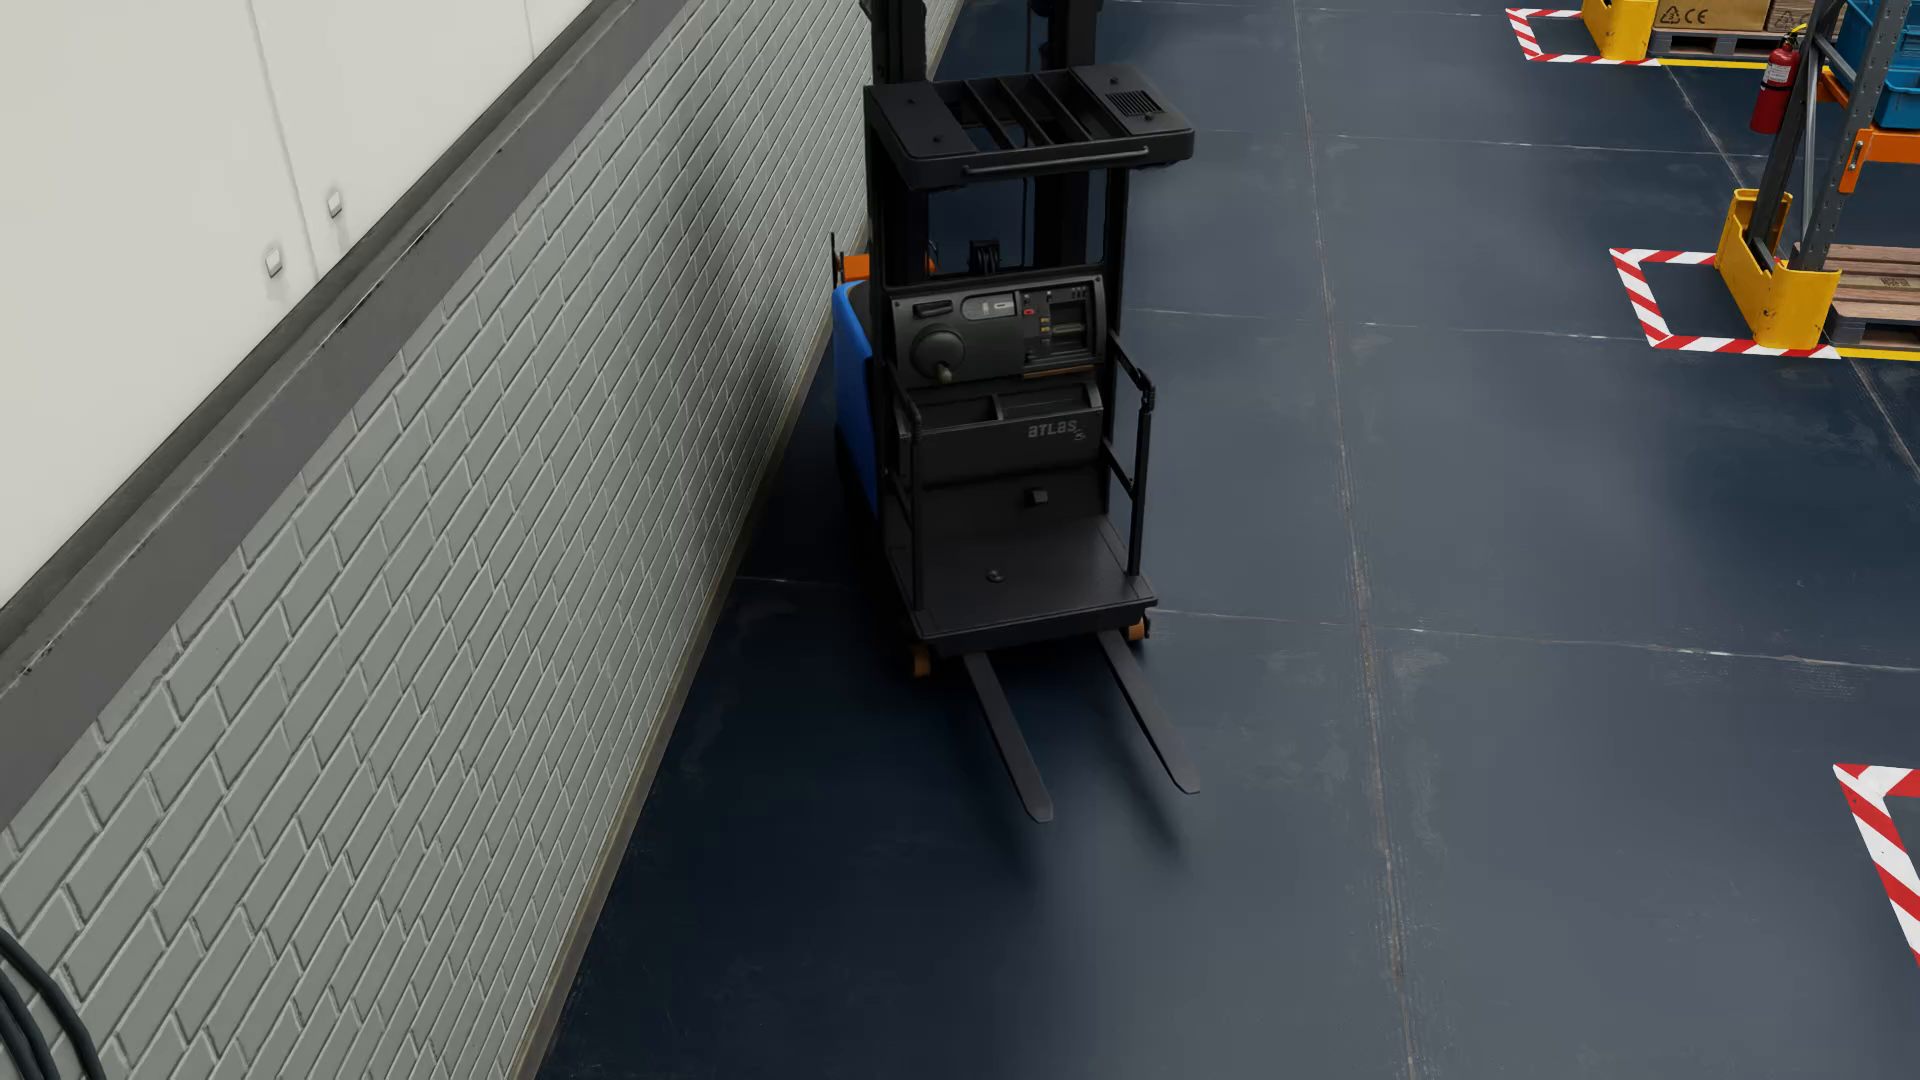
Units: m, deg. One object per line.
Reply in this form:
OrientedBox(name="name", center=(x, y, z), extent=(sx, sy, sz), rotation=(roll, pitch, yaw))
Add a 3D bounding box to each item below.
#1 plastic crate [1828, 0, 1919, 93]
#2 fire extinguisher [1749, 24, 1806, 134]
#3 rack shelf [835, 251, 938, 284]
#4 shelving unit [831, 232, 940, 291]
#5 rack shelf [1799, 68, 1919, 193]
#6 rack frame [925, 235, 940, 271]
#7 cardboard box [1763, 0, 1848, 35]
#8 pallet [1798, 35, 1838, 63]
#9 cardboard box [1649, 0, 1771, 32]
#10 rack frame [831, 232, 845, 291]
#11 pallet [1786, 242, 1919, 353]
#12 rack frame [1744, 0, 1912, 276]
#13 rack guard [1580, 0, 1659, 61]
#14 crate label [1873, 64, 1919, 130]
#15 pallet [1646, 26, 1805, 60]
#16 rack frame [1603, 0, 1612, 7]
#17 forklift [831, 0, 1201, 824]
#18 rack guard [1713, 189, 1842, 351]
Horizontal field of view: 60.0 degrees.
OrientedBox(name="plastic crate", center=(5.353, -2.812, 9.526), extent=(0.499, 0.435, 0.616), rotation=(4, 36, 6))
OrientedBox(name="fire extinguisher", center=(4.905, -2.780, 9.951), extent=(0.183, 0.674, 0.296), rotation=(4, 36, 6))
OrientedBox(name="rack shelf", center=(-0.376, -1.348, 8.430), extent=(0.480, 0.148, 0.258), rotation=(-9, 37, -13))
OrientedBox(name="shelving unit", center=(-0.376, -1.029, 8.658), extent=(0.503, 1.200, 0.258), rotation=(-9, 37, -13))
OrientedBox(name="rack shelf", center=(6.981, -2.250, 9.439), extent=(4.000, 0.370, 1.077), rotation=(4, 36, 6))
OrientedBox(name="rack frame", center=(-0.141, -1.067, 8.712), extent=(0.015, 1.200, 0.240), rotation=(-9, 37, -13))
OrientedBox(name="cardboard box", center=(7.175, -4.782, 13.835), extent=(0.875, 0.875, 0.875), rotation=(4, 36, 6))
OrientedBox(name="pallet", center=(7.637, -4.303, 14.098), extent=(1.213, 0.211, 1.003), rotation=(4, 36, 6))
OrientedBox(name="cardboard box", center=(6.273, -4.849, 13.930), extent=(0.875, 0.875, 0.875), rotation=(4, 36, 6))
OrientedBox(name="rack frame", center=(-0.611, -0.991, 8.605), extent=(0.015, 1.200, 0.240), rotation=(-9, 37, -13))
OrientedBox(name="pallet", center=(5.810, -1.472, 10.131), extent=(1.213, 0.211, 1.003), rotation=(4, 36, 6))
OrientedBox(name="rack frame", center=(4.997, -2.690, 9.437), extent=(0.127, 3.000, 1.000), rotation=(4, 36, 6))
OrientedBox(name="rack guard", center=(5.604, -4.528, 14.165), extent=(0.348, 0.500, 1.175), rotation=(4, 36, 6))
OrientedBox(name="crate label", center=(5.200, -2.439, 9.177), extent=(0.303, 0.233, 0.416), rotation=(4, 36, 6))
OrientedBox(name="pallet", center=(6.431, -4.395, 14.226), extent=(1.213, 0.211, 1.003), rotation=(4, 36, 6))
OrientedBox(name="rack frame", center=(5.628, -5.544, 13.436), extent=(0.127, 3.000, 1.000), rotation=(4, 36, 6))
OrientedBox(name="forklift", center=(0.227, -0.830, 6.889), extent=(1.130, 2.935, 3.031), rotation=(-9, 36, -12))
OrientedBox(name="rack guard", center=(4.971, -1.667, 10.156), extent=(0.348, 0.500, 1.175), rotation=(4, 36, 6))
